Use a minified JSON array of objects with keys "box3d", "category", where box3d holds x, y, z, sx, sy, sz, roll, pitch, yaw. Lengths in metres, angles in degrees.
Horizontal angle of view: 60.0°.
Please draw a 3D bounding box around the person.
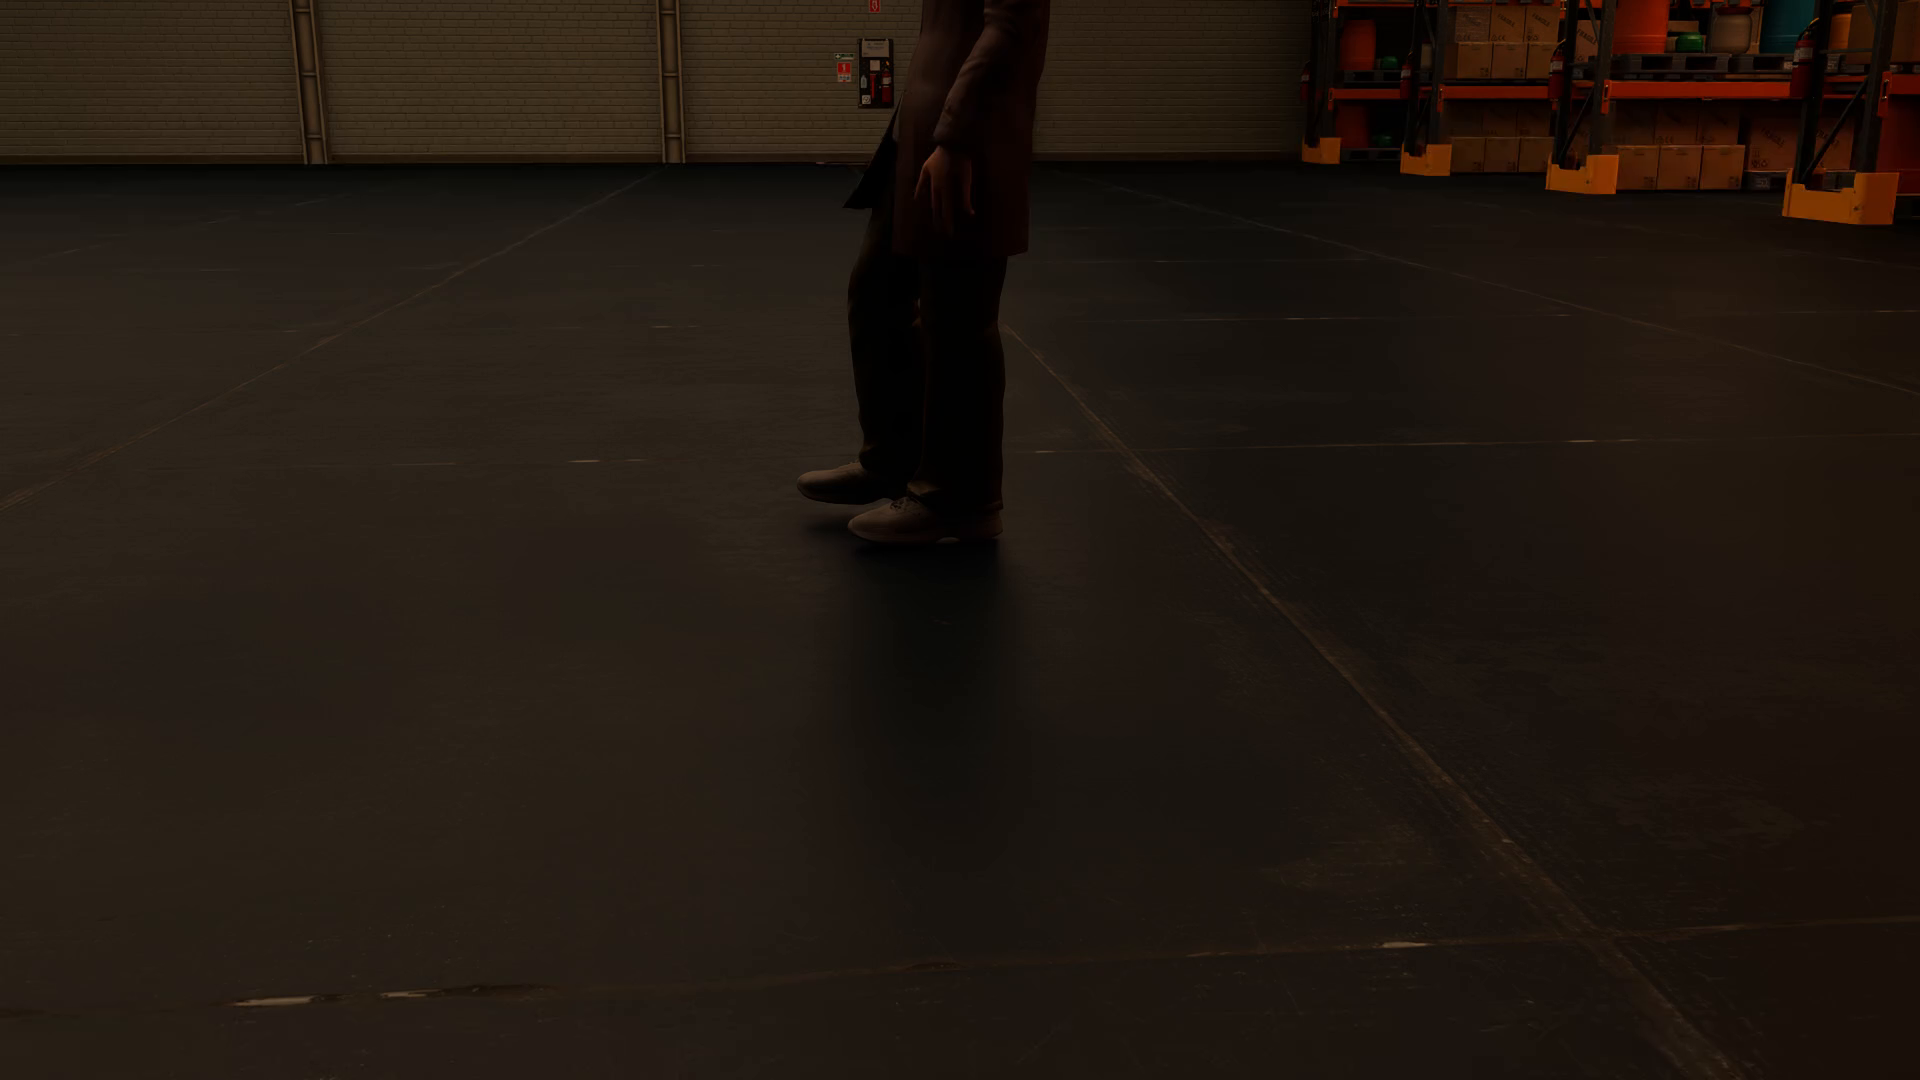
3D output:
[{"box3d":[-0.091,-0.866,3.704,0.583,1.775,0.696,-1,15,-5],"category":"person"}]
